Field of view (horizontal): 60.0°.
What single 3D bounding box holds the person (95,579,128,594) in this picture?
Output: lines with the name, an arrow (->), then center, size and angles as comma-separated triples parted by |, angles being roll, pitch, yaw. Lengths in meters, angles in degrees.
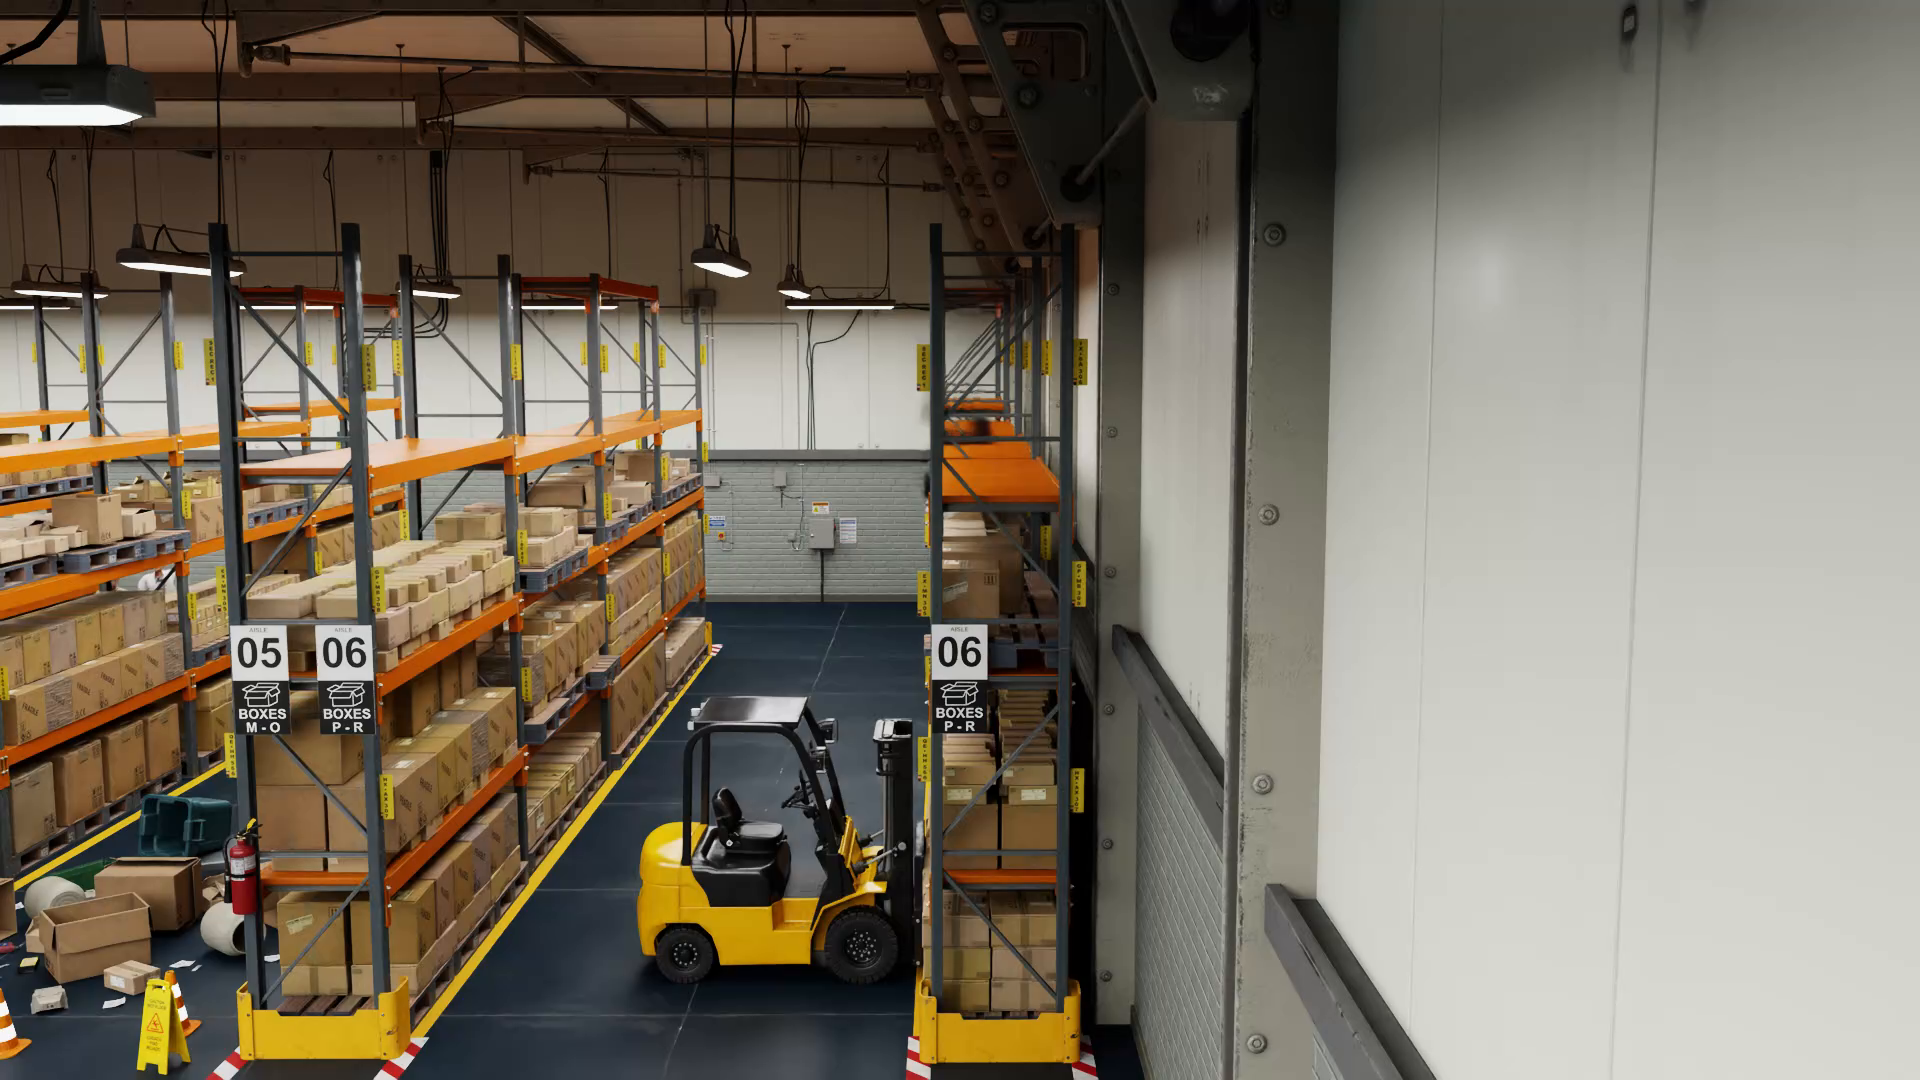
person -> -12.837, 1.321, 25.180 | 0.636, 1.748, 0.748 | -2, 7, -16

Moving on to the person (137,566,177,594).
person -> -12.946, 1.140, 26.987 | 0.725, 1.747, 1.030 | -2, 7, -19
